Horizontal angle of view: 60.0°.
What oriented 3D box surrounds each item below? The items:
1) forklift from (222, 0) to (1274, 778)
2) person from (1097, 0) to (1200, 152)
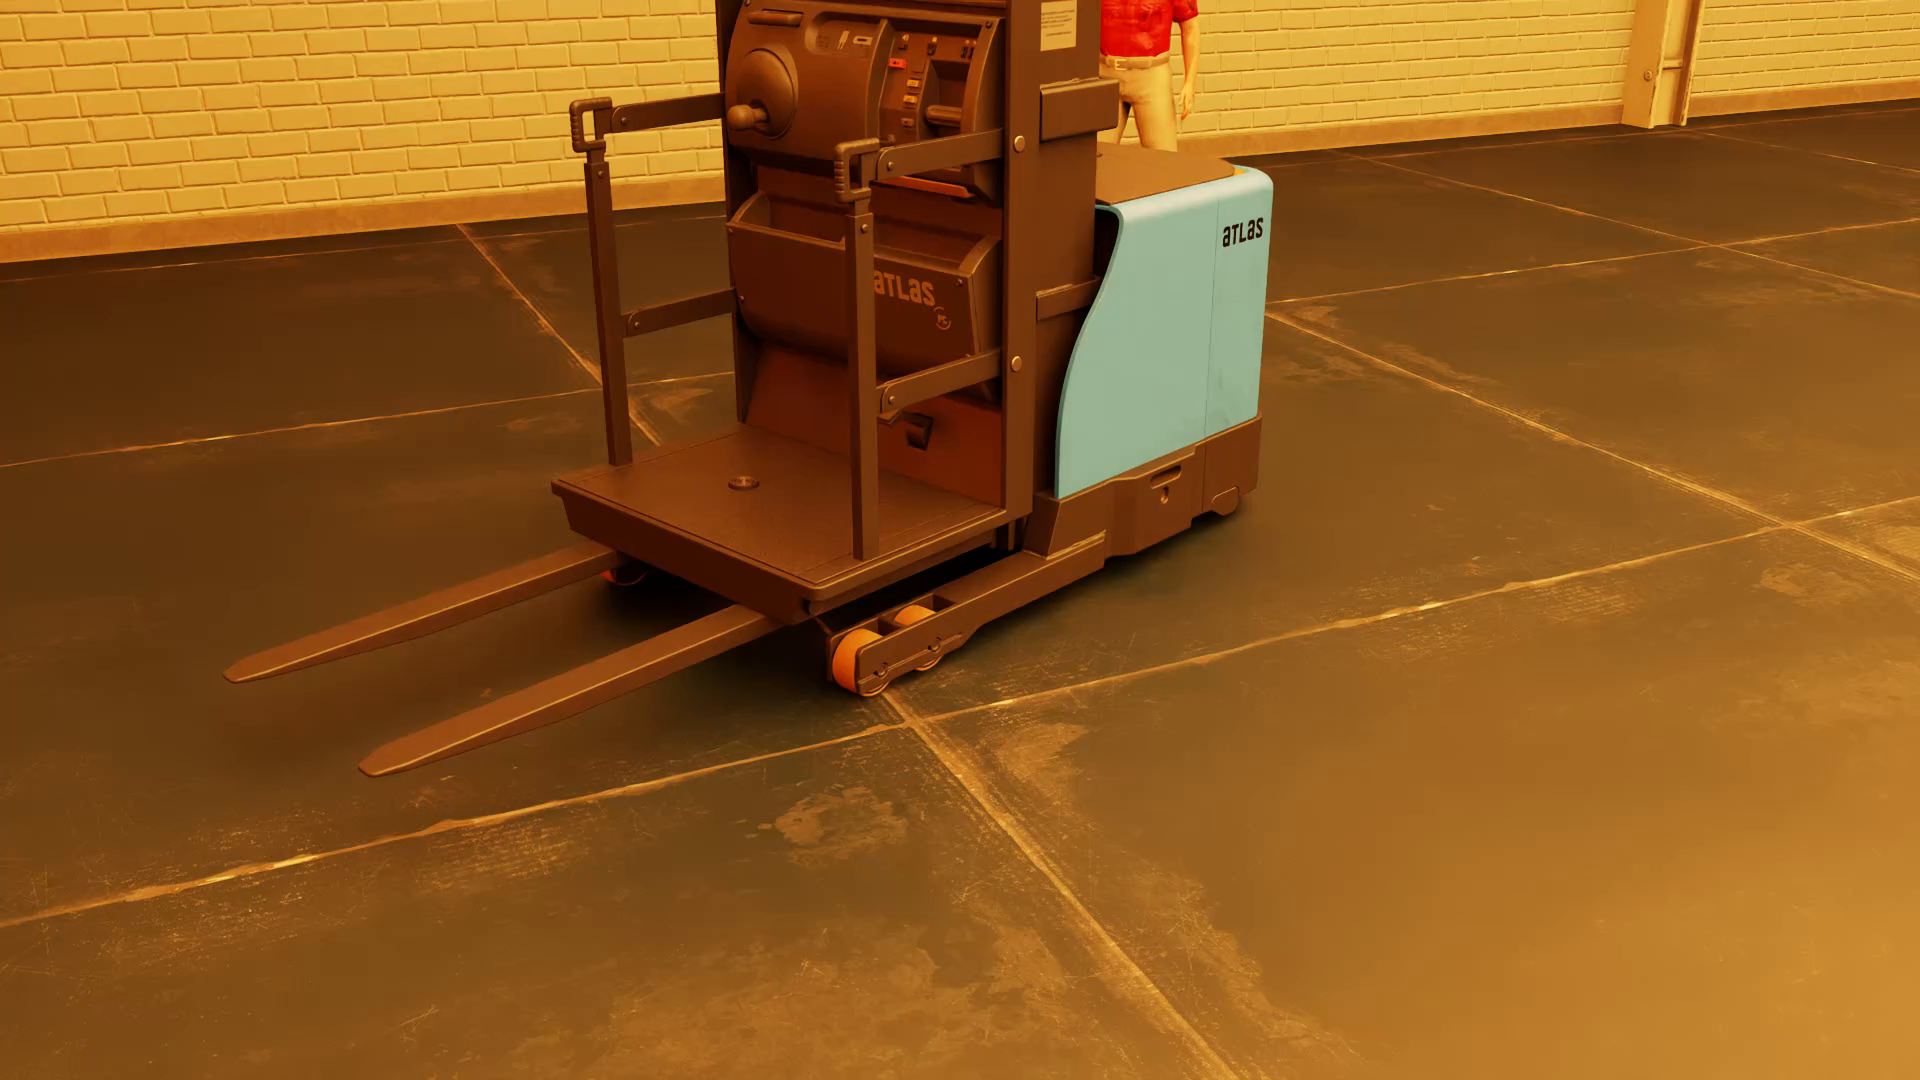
[{"bbox_3d":[-0.413,-1.182,4.131,1.130,2.935,3.031,19,29,39],"label":"forklift"},{"bbox_3d":[0.857,-2.242,8.255,0.677,1.735,0.453,7,24,16],"label":"person"}]
